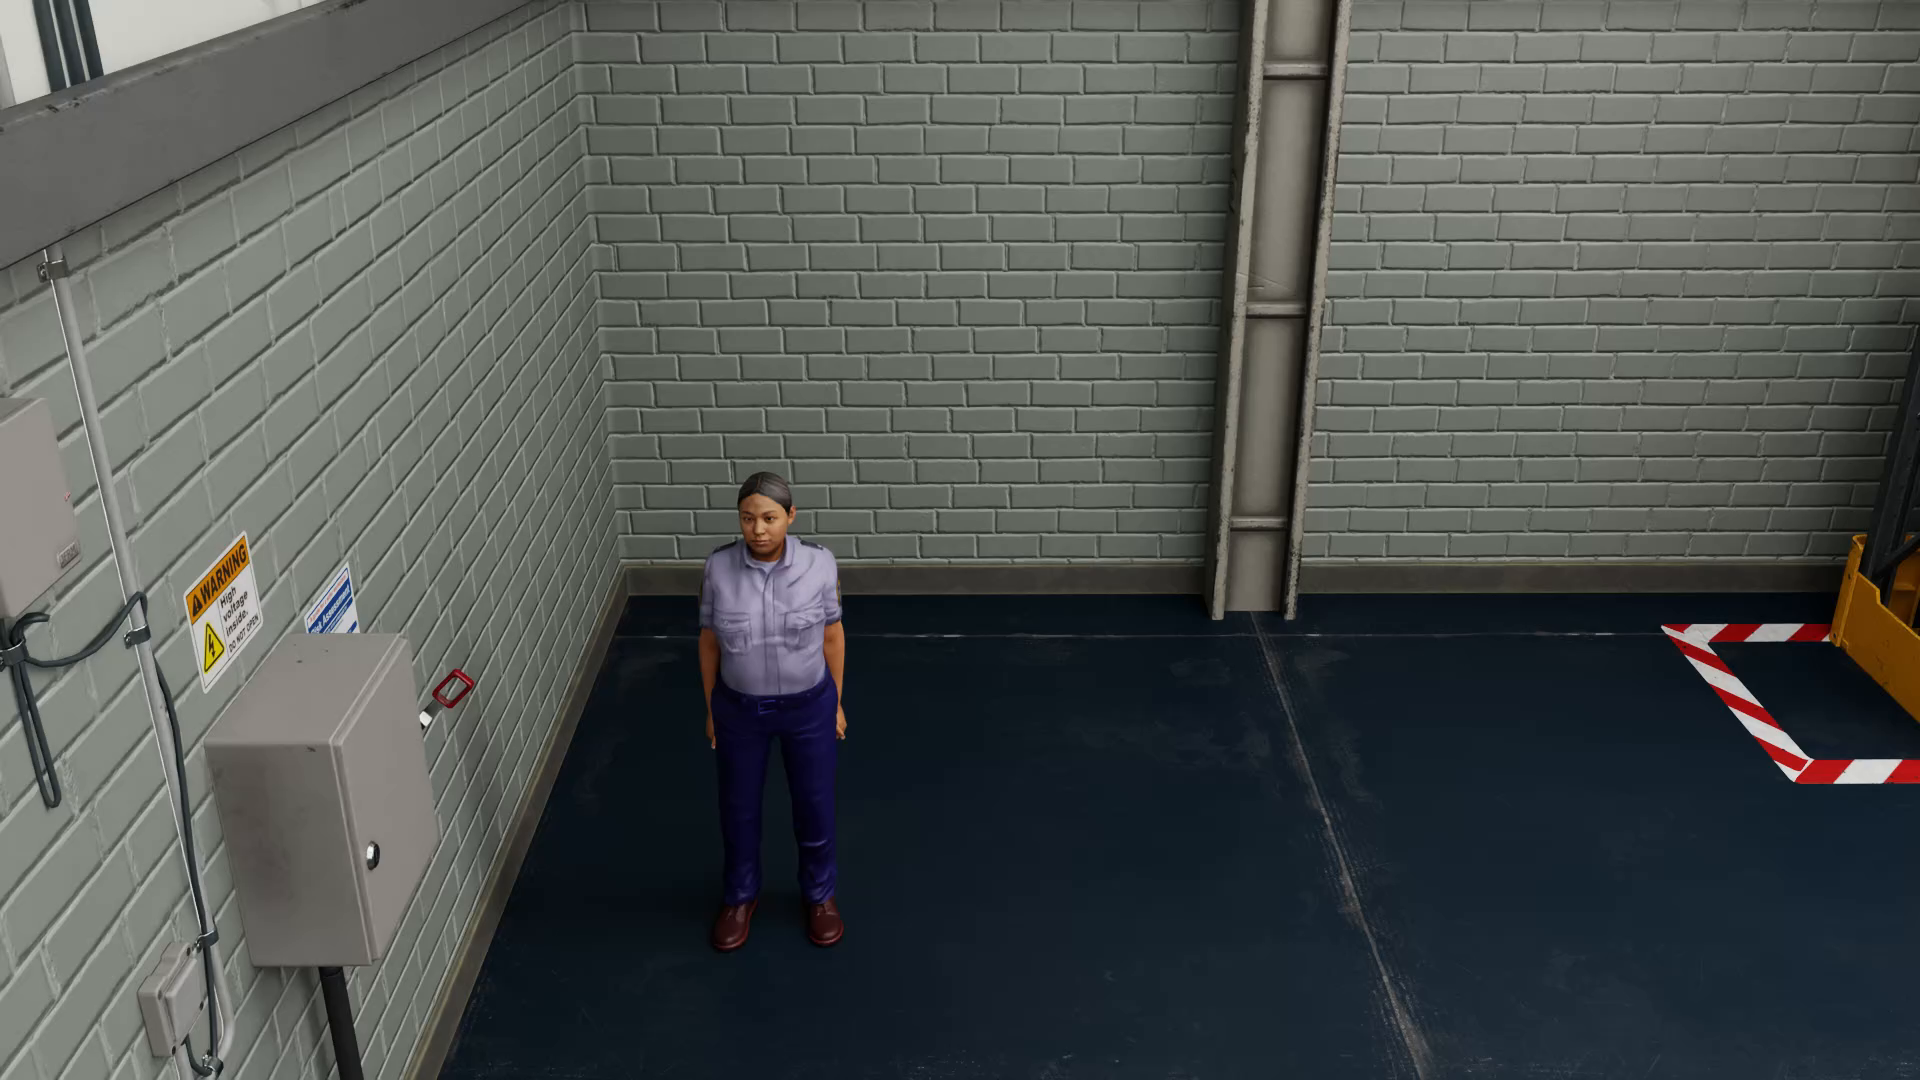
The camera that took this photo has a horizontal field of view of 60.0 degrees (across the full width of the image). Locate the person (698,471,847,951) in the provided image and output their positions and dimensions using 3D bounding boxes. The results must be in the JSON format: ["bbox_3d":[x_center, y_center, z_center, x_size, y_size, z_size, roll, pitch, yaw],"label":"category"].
[{"bbox_3d":[-0.607,0.565,5.382,0.481,1.639,0.347,-2,24,-4],"label":"person"}]
